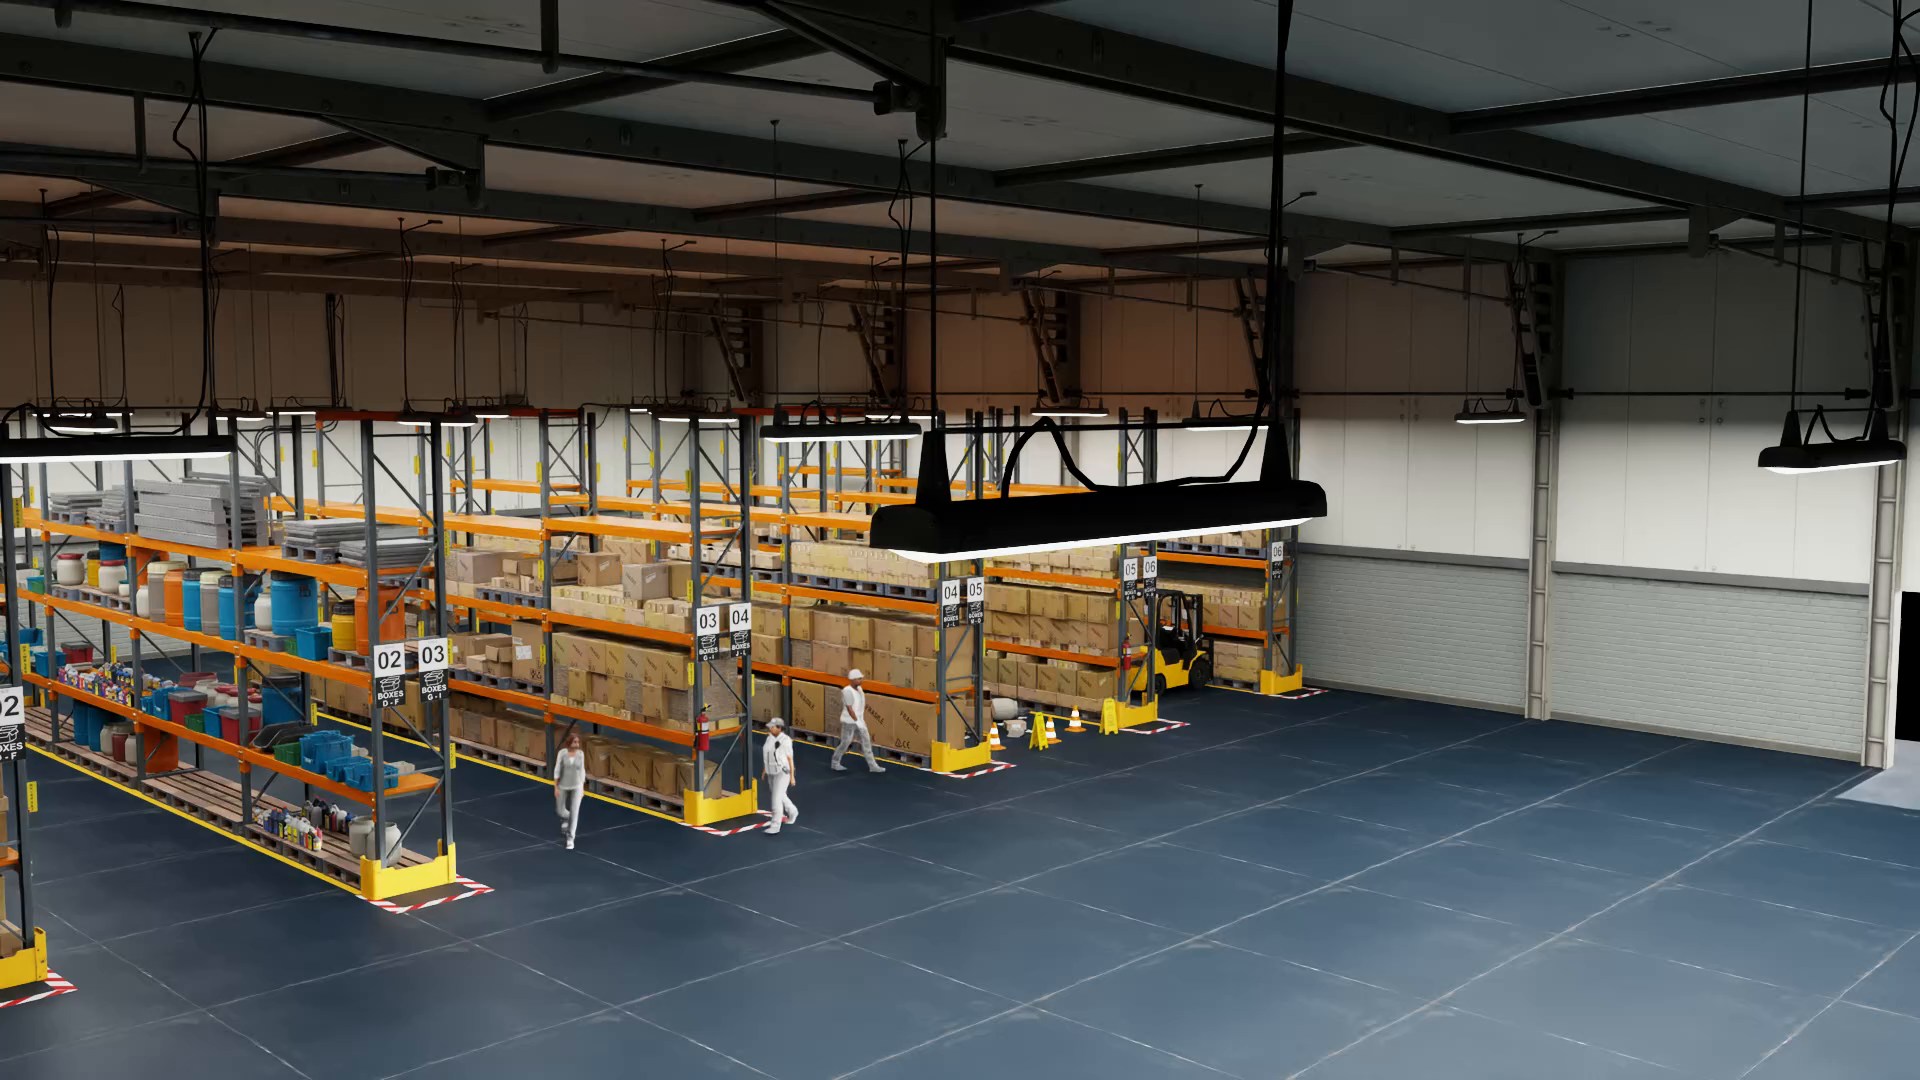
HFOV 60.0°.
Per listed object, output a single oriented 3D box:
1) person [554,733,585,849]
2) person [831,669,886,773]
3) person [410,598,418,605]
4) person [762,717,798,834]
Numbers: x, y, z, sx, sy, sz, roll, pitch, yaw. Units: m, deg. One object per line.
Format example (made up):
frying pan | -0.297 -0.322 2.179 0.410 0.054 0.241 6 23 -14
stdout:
person | -5.461 3.484 23.272 0.430 1.577 0.665 -1 5 -14
person | -1.687 3.003 27.630 1.030 1.717 0.552 3 6 29
person | -12.520 2.137 38.156 0.475 1.604 0.924 -3 6 -32
person | -2.606 3.376 24.124 0.823 1.640 0.486 -5 7 -42
